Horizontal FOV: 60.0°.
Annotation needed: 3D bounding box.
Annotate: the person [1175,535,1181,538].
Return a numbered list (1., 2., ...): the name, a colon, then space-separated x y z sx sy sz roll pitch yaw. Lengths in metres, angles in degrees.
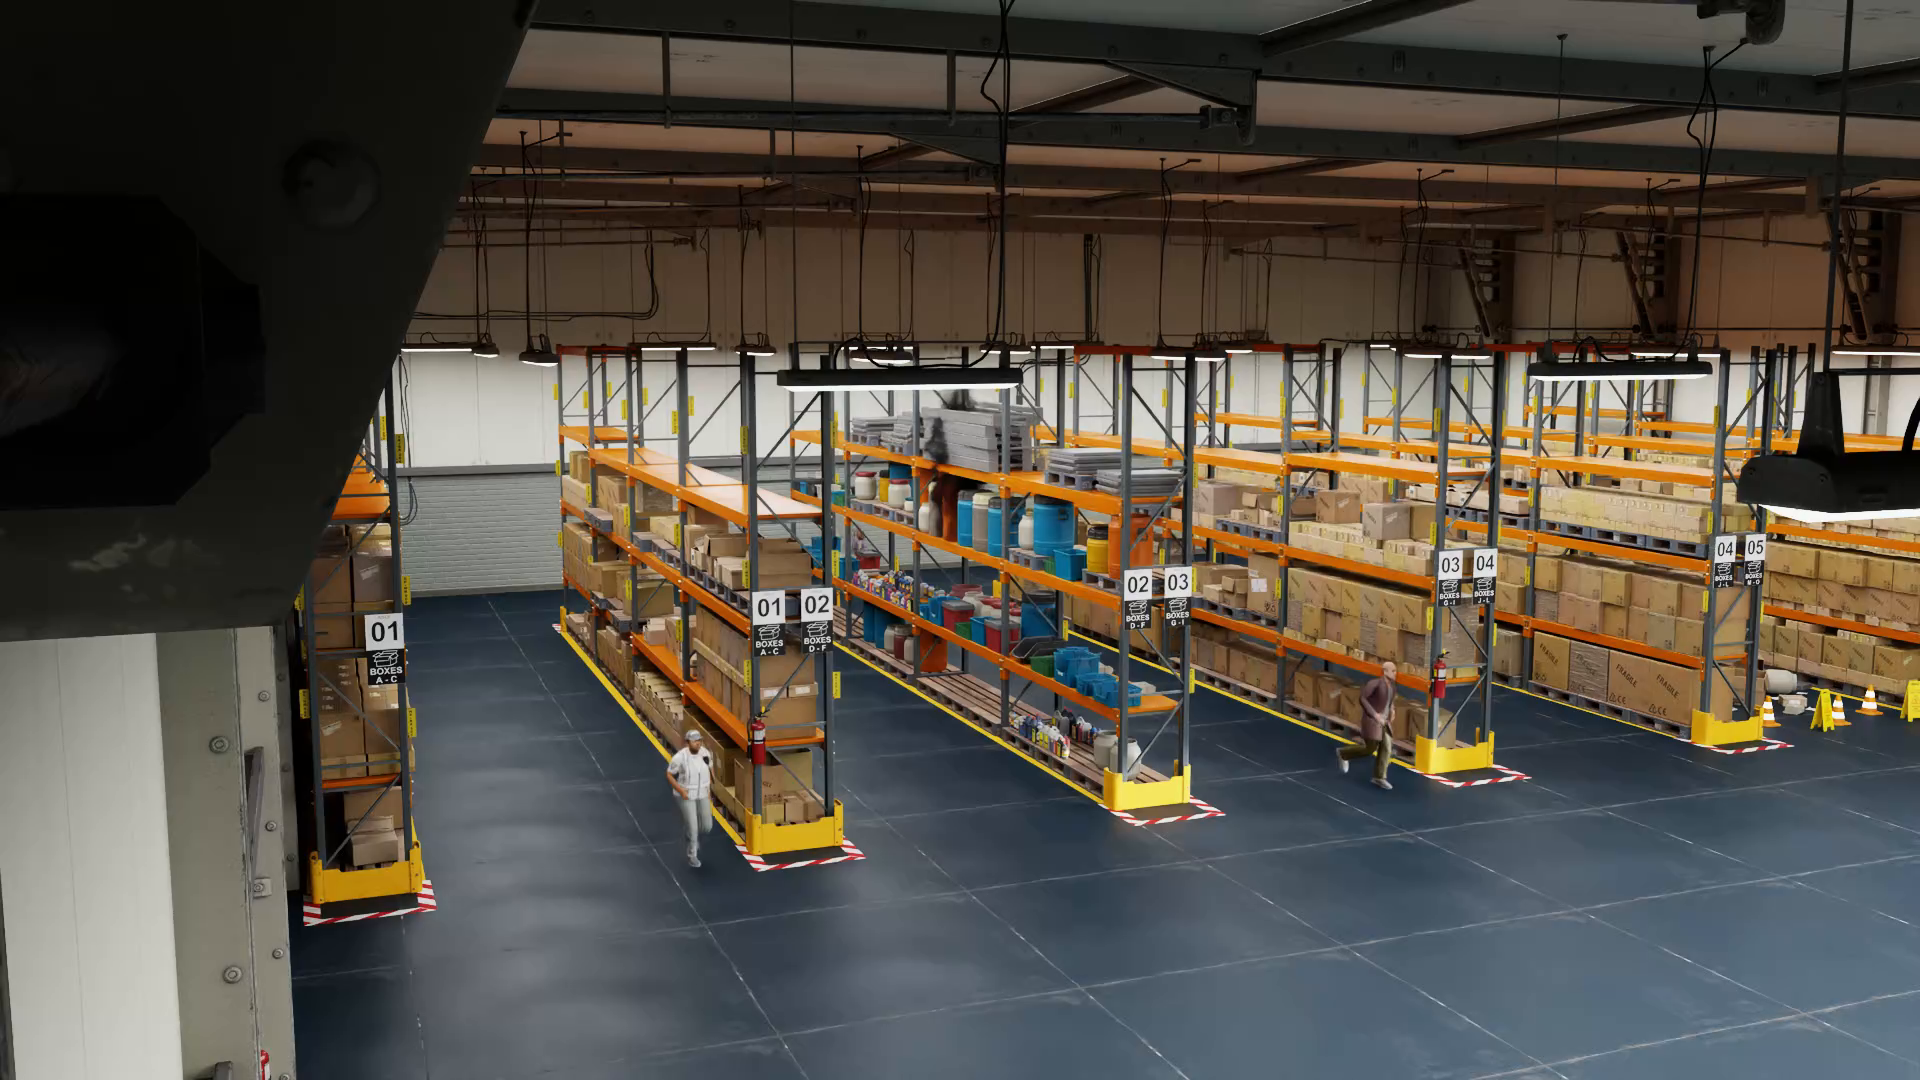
1. person: 4.930 0.704 37.843 0.625 1.654 0.723 -4 8 -26

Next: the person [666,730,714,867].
1. person: -3.193 3.037 19.760 0.628 1.633 0.589 -5 9 -35

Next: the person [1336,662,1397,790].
1. person: 5.786 2.535 23.298 0.959 1.733 0.749 7 10 45

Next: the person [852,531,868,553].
1. person: -2.399 0.598 39.381 0.696 1.475 0.553 -1 7 -10
